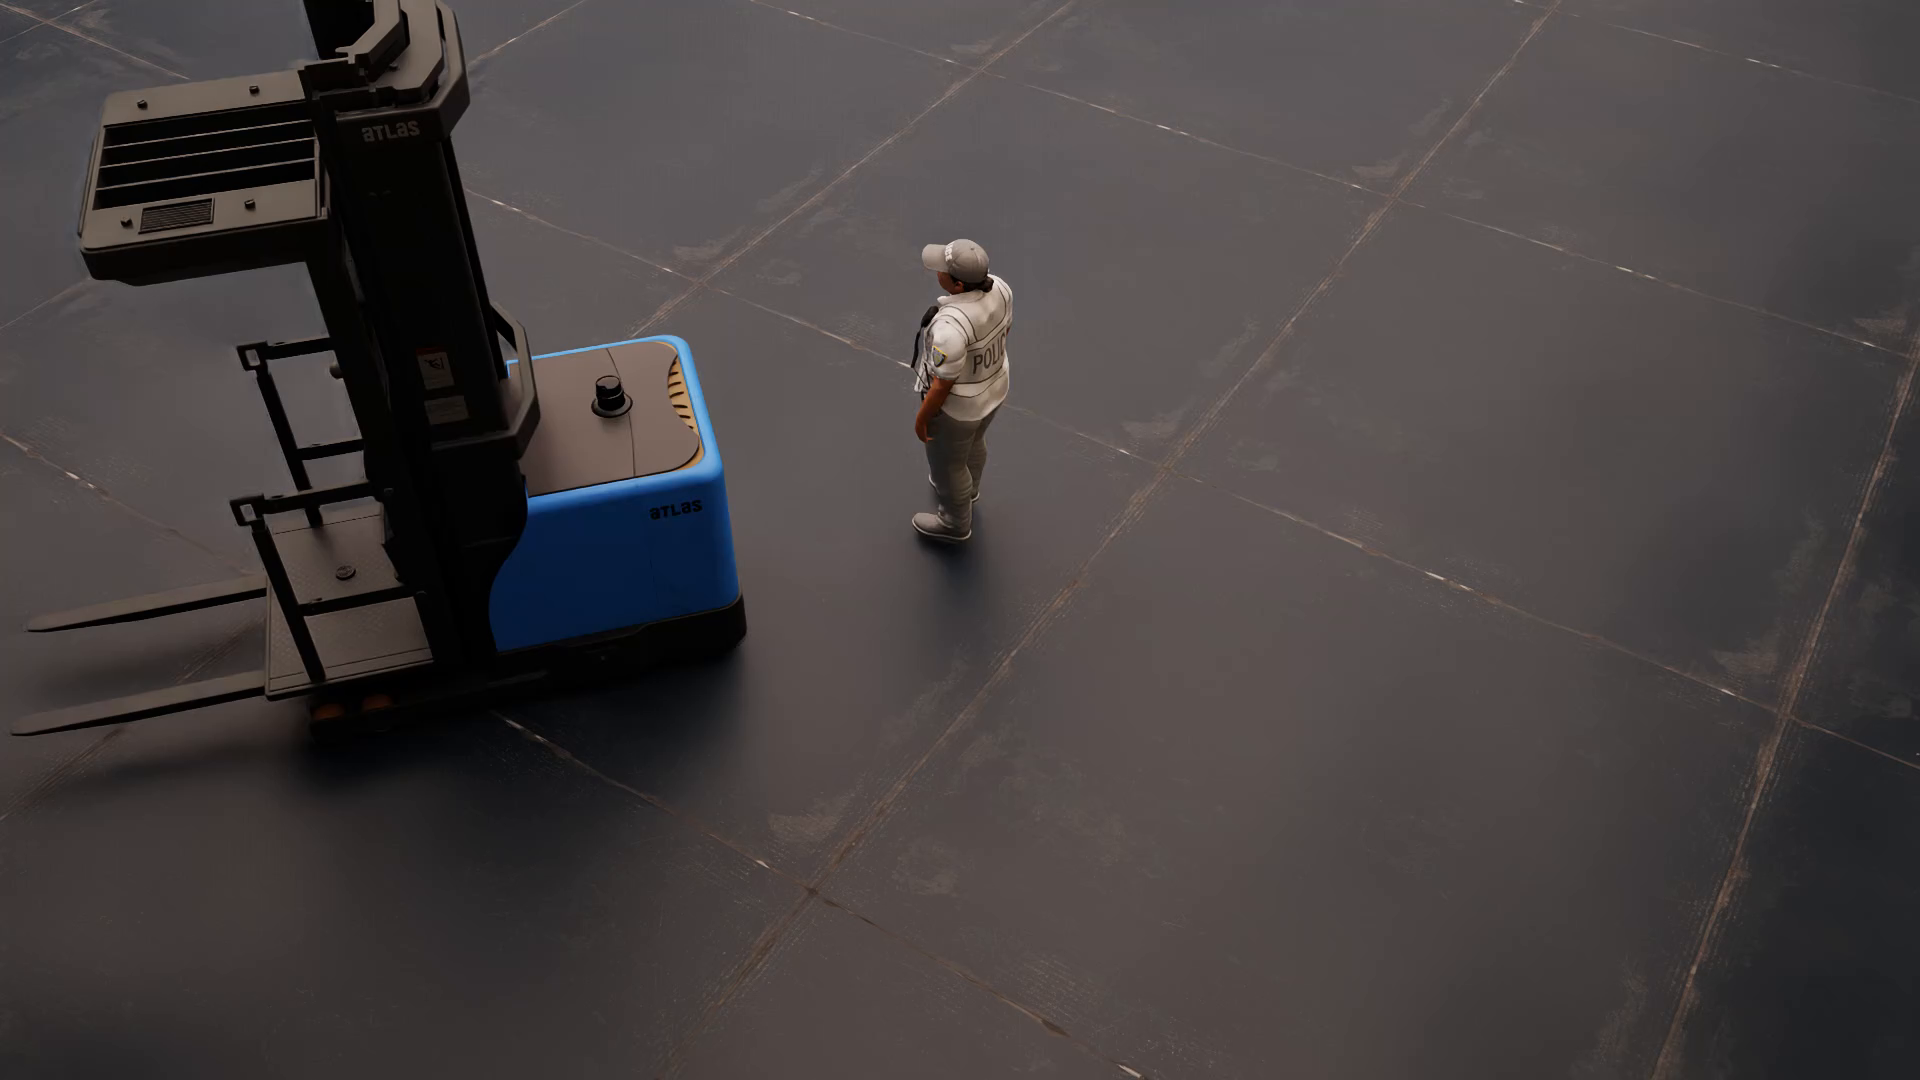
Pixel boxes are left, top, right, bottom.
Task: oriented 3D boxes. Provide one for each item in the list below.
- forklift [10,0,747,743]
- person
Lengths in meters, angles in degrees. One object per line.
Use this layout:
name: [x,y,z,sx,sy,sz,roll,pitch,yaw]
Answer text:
forklift: [-2.531,-0.614,6.496,3.031,2.935,1.130,-11,45,-12]
person: [-0.052,-0.680,7.416,0.529,1.669,0.599,24,48,23]
